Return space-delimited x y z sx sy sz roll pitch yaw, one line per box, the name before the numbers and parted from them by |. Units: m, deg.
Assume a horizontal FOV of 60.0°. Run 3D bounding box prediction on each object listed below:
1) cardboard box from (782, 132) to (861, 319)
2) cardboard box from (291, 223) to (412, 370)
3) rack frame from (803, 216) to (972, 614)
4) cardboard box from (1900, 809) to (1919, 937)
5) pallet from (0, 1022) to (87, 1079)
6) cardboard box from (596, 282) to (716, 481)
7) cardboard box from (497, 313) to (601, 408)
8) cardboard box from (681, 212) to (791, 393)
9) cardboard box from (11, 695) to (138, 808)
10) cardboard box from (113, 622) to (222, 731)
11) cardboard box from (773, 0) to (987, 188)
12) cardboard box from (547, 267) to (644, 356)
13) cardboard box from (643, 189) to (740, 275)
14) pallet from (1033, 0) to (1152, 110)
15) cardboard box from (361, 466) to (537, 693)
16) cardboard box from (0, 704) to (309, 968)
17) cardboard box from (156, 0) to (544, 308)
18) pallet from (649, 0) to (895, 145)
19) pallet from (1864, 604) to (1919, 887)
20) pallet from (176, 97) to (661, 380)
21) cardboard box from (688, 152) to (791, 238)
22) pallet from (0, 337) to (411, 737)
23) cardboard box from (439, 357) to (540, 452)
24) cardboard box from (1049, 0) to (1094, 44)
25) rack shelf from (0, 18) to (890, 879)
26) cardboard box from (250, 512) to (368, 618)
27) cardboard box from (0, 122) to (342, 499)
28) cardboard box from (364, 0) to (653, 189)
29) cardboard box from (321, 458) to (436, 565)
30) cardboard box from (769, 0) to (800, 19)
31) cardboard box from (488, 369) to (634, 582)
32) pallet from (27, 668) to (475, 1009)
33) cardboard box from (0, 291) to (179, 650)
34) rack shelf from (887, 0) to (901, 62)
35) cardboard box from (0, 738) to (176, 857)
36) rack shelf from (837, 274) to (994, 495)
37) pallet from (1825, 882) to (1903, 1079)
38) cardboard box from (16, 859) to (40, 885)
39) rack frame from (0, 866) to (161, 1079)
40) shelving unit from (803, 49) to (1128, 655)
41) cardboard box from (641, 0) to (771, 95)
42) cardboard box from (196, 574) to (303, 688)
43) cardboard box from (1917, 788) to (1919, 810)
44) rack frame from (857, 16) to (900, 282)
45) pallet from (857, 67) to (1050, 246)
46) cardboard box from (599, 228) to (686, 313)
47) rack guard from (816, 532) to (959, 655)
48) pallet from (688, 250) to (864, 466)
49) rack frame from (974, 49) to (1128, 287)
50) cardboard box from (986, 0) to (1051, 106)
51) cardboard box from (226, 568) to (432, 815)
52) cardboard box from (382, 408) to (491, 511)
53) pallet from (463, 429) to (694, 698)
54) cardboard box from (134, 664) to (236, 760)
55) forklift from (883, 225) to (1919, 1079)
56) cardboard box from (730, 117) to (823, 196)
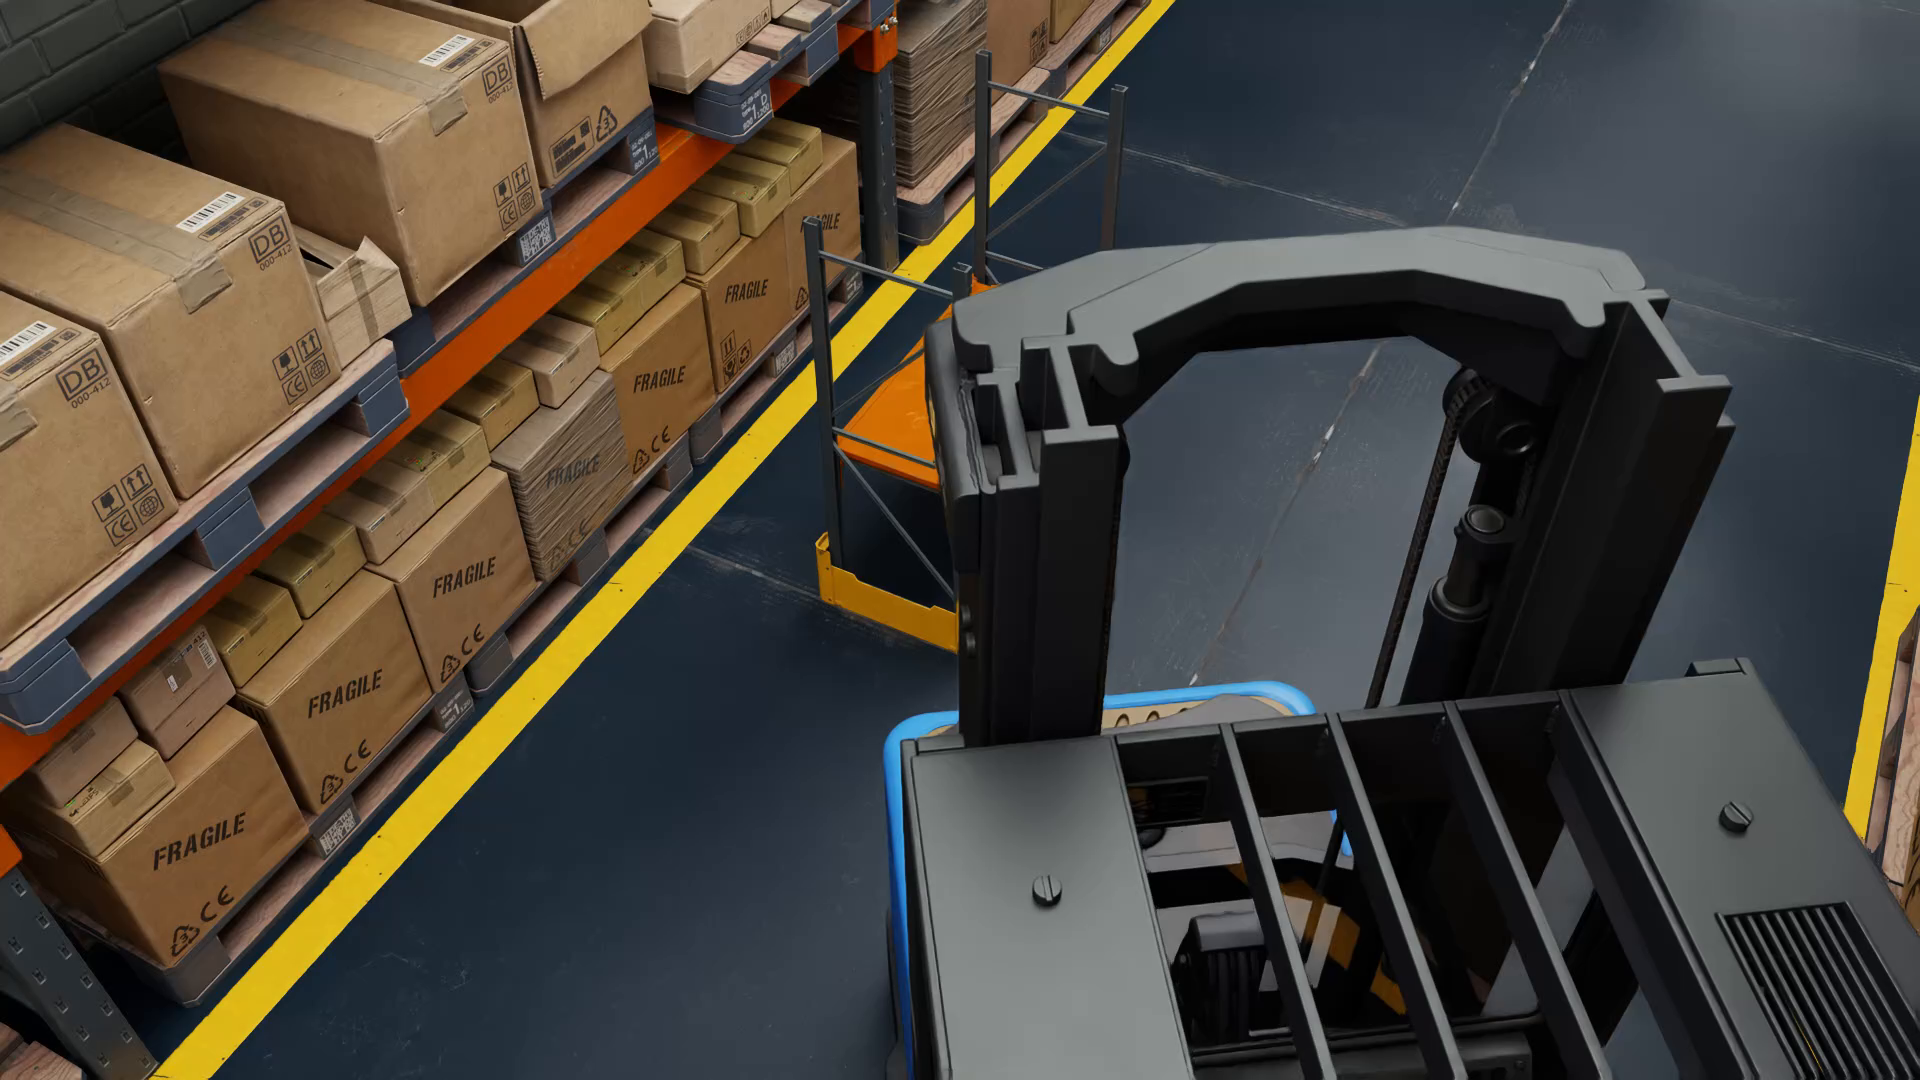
cardboard box | -0.726 -1.246 6.335 0.500 0.500 0.500 22 49 20
cardboard box | -1.593 -0.644 4.077 0.396 0.266 0.258 23 50 21
rack frame | -0.196 -0.261 4.953 0.500 1.500 0.032 20 49 19
cardboard box | 2.866 0.889 3.961 0.875 0.875 0.875 21 49 20
pallet | -2.897 1.618 4.003 1.003 0.211 1.213 20 49 19
cardboard box | -1.209 -0.604 5.700 0.500 0.500 0.500 22 49 21
cardboard box | -1.366 -0.591 5.231 0.380 0.149 0.250 18 48 17
cardboard box | -0.968 -0.934 6.027 0.500 0.500 0.500 20 49 18
cardboard box | -2.229 0.445 3.998 0.380 0.149 0.250 20 49 18
cardboard box | -2.097 0.286 4.155 0.380 0.149 0.250 18 48 17
cardboard box | -0.419 -2.016 7.008 0.875 0.625 0.625 22 49 20
cardboard box | -1.264 -0.775 5.413 0.380 0.149 0.250 20 49 18
cardboard box | -0.986 -1.083 5.718 0.380 0.149 0.250 19 48 18
pallet | 0.264 -2.606 8.177 1.003 0.211 1.213 20 49 19
cardboard box | -1.679 0.054 5.050 0.500 0.500 0.500 19 48 18
cardboard box | -2.153 0.706 4.406 0.500 0.500 0.500 22 49 21
cardboard box | -1.550 -1.029 4.293 0.700 0.500 0.500 20 49 19
pallet | -0.973 -1.797 5.552 1.213 0.211 1.003 20 49 19
pallet | 3.245 0.774 4.837 1.003 0.211 1.213 20 49 19
pallet | -1.619 -1.021 4.785 1.003 0.211 1.213 20 49 19
cardboard box | -0.825 -1.235 5.868 0.380 0.149 0.250 18 48 17
pallet | -2.110 -0.195 3.968 1.003 0.211 1.213 20 49 19
cardboard box | -1.525 -0.453 5.095 0.380 0.149 0.250 21 49 19
cardboard box | 0.190 -2.854 7.837 0.875 0.625 0.625 19 48 17
rack shelf | -1.649 -0.802 4.939 1.077 0.370 4.000 20 49 19
cardboard box | -1.891 0.027 4.620 0.380 0.149 0.250 20 49 18
cardboard box | -1.914 -0.535 3.804 0.700 0.500 0.500 21 49 19
cardboard box | -1.314 -1.409 4.666 0.797 0.503 0.637 19 48 18
cardboard box | -1.742 -0.118 4.763 0.380 0.149 0.250 20 49 19
cardboard box | -0.686 -1.834 5.335 0.380 0.149 0.250 21 49 20
cardboard box | -1.433 -0.271 5.371 0.500 0.500 0.500 19 48 18
pallet | -2.233 0.661 4.949 1.003 0.211 1.213 20 49 19
cardboard box | -2.155 -0.209 3.482 0.700 0.500 0.500 22 49 20
rack shelf | 0.208 -3.322 7.430 1.077 0.370 4.000 20 49 19
cardboard box | -2.175 0.570 4.084 0.380 0.149 0.250 23 50 21
rack shelf | 0.040 -0.455 5.398 0.538 0.185 1.000 20 49 19
pallet | 2.677 1.539 4.080 1.003 0.211 1.213 20 49 19
cardboard box | -2.611 0.529 4.580 0.500 0.500 0.500 20 49 19
rack frame | -2.577 0.205 3.438 1.000 3.000 0.127 20 49 19
shelving unit | 0.035 -0.575 5.264 0.587 1.500 1.083 20 49 19
cardboard box | -0.924 -1.638 5.070 0.500 0.250 0.500 18 48 17
cardboard box | -2.006 0.205 4.445 0.380 0.149 0.250 18 48 17
cardboard box | 3.283 0.329 4.515 0.875 0.875 0.875 20 49 19
rack frame | -0.721 -2.315 5.929 1.000 3.000 0.127 20 49 19
pallet | -0.304 -1.840 7.420 1.003 0.211 1.213 20 49 19
cardboard box | -1.149 -0.932 5.568 0.380 0.149 0.250 22 49 20
rack guard | -0.196 0.178 5.398 0.587 0.250 0.087 20 49 19
pallet | -1.101 -0.877 6.468 1.003 0.211 1.213 20 49 19
rack frame | 0.276 -0.901 5.586 0.500 1.500 0.032 20 49 19
cardboard box | -0.122 -2.430 7.417 0.875 0.625 0.625 22 49 20
cardboard box | -1.915 0.367 4.740 0.500 0.500 0.500 20 49 19
cardboard box | -1.625 -0.273 4.917 0.380 0.149 0.250 22 49 20
pallet | -1.668 -0.111 5.711 1.003 0.211 1.213 20 49 19
cardboard box | -2.115 0.370 4.281 0.380 0.149 0.250 19 48 18
forklift | 0.502 1.132 2.571 1.130 2.935 3.031 -5 46 -5
cardboard box | -0.725 -1.417 6.048 0.380 0.149 0.250 18 48 17
